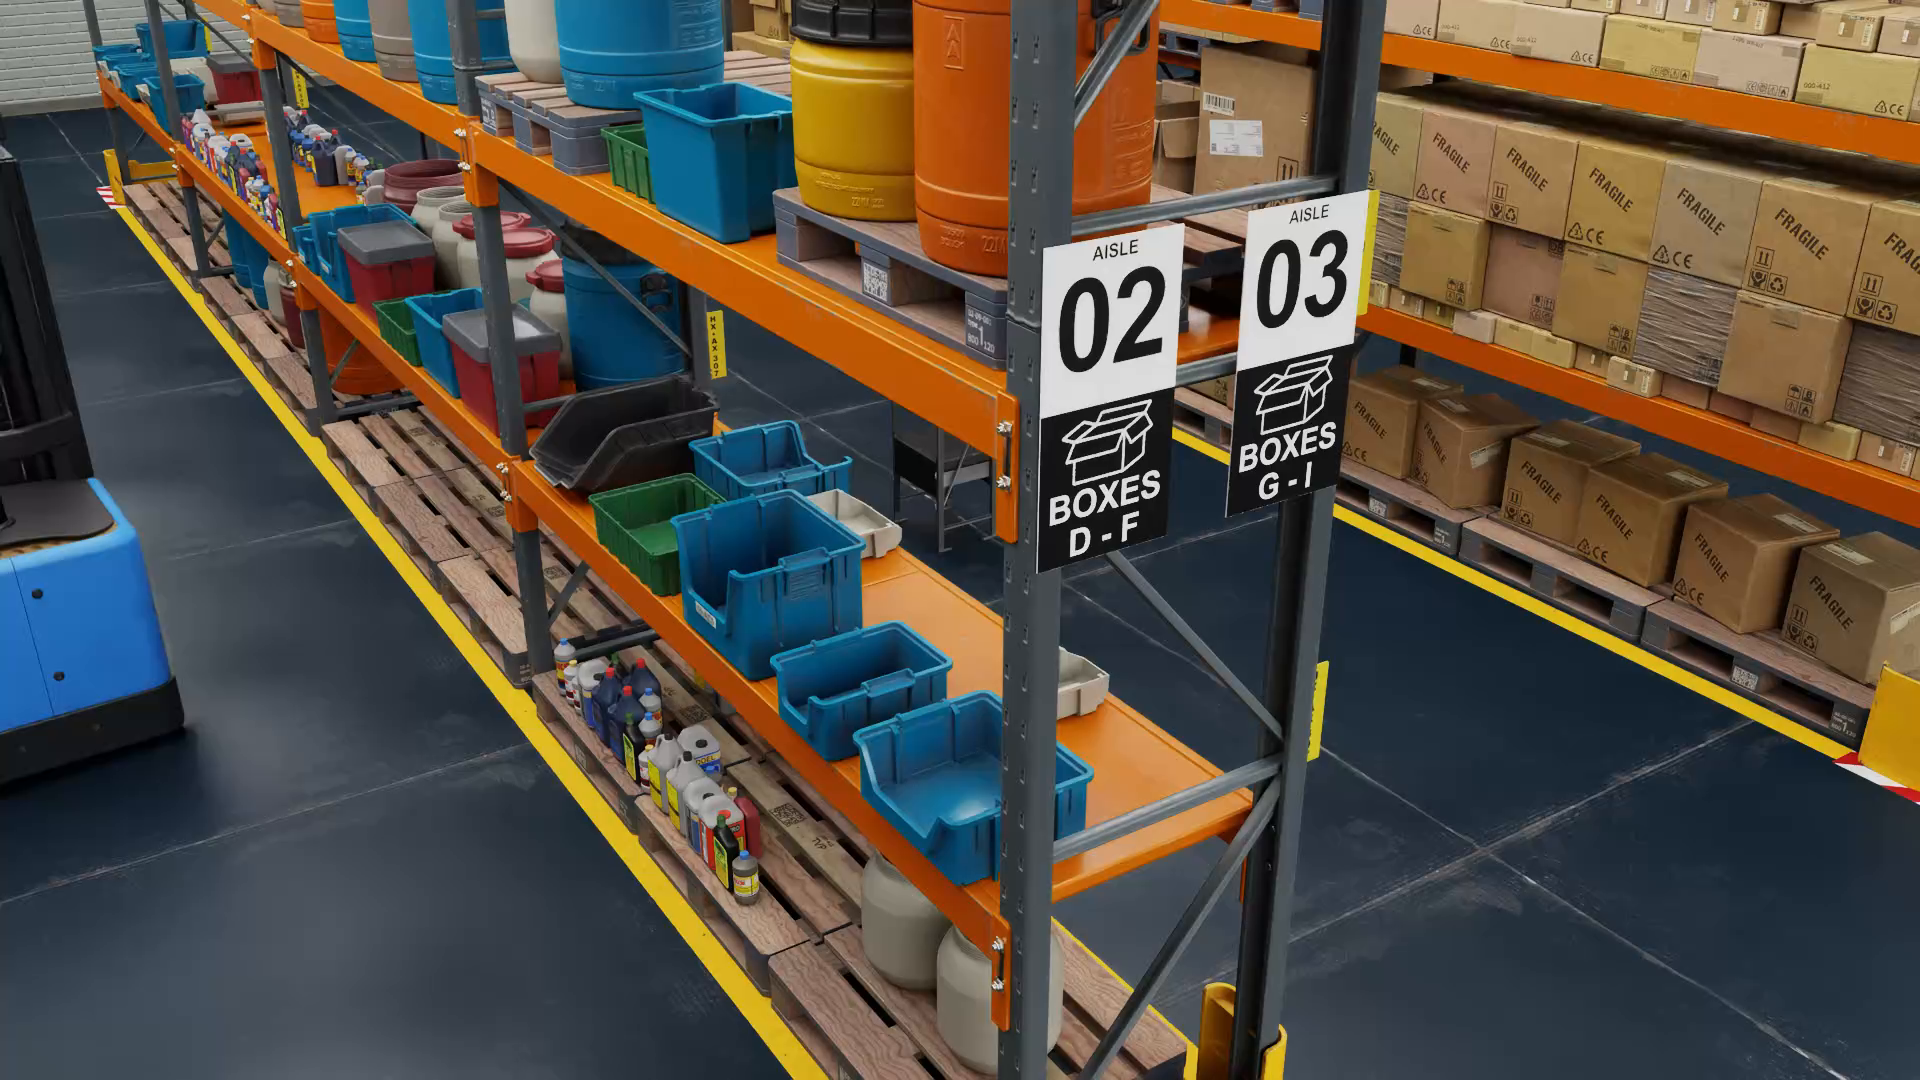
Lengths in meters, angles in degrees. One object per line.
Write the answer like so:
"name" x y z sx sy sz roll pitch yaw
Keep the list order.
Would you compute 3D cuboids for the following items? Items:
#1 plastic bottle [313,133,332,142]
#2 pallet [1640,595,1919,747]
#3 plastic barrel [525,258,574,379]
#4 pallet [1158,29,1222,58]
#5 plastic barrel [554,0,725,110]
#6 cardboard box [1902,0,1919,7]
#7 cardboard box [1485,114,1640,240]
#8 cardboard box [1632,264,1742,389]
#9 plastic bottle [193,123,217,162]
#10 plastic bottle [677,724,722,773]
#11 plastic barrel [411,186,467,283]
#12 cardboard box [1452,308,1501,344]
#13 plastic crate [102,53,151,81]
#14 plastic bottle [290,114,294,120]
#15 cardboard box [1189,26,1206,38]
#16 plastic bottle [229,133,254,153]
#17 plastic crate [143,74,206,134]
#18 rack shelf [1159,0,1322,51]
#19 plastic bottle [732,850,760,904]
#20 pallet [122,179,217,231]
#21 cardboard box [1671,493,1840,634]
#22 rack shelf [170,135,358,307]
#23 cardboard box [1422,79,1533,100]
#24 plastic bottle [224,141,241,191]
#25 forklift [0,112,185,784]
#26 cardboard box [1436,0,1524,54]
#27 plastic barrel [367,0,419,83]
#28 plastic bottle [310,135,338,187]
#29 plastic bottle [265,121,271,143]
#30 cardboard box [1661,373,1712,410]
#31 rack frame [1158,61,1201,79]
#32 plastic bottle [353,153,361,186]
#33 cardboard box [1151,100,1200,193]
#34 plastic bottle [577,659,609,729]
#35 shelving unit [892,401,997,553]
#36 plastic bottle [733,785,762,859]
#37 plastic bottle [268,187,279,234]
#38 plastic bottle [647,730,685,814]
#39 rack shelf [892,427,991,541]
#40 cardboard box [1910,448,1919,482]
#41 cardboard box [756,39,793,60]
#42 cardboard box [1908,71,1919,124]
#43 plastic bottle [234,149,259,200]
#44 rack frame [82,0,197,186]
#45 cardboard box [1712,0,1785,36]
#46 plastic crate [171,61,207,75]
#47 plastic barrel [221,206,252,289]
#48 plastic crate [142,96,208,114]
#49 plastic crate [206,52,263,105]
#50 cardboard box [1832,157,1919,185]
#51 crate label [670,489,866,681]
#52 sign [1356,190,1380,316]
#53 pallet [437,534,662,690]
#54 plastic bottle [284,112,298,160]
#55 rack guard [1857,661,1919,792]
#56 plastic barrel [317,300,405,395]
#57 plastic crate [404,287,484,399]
"plastic bottle" -4.833 -2.970 12.672 0.152 0.276 0.135 -16 29 -30
"pallet" 4.251 0.539 8.360 1.003 0.211 1.213 -16 29 -30
"plastic barrel" -1.965 -1.127 8.464 0.433 0.535 0.433 0 25 0
"pallet" 2.662 -5.413 17.928 1.003 0.211 1.213 -16 29 -30
"plastic barrel" -1.173 -2.064 6.016 0.600 0.901 0.708 -16 29 -30
"cardboard box" 4.360 -2.308 7.320 0.380 0.149 0.250 -14 29 -28
"cardboard box" 3.102 -1.880 8.583 0.500 0.500 0.500 -16 29 -30
"cardboard box" 3.819 -1.118 8.139 0.875 0.500 0.500 -16 29 -30
"plastic bottle" -5.861 -3.092 12.932 0.152 0.276 0.135 -16 29 -30
"plastic bottle" -1.088 0.922 6.958 0.152 0.276 0.135 -16 29 -30
"plastic barrel" -3.070 -1.835 9.993 0.421 0.512 0.421 0 25 0
"cardboard box" 2.920 -1.204 9.081 0.380 0.149 0.250 -16 29 -30
"plastic crate" -7.959 -4.515 15.926 0.416 0.233 0.300 -16 29 -30
"plastic bottle" -5.309 -3.281 13.332 0.152 0.276 0.135 -16 29 -30
"cardboard box" 2.622 -5.357 17.387 0.380 0.149 0.250 -15 29 -29
"plastic bottle" -5.428 -2.927 12.582 0.152 0.276 0.135 -16 29 -30
"plastic crate" -6.535 -3.641 13.897 0.392 0.384 0.575 -16 29 -30
"rack shelf" 1.431 -3.573 11.133 1.077 0.370 4.000 -16 29 -30
"plastic bottle" -0.813 1.270 6.308 0.097 0.201 0.097 0 25 0
"pallet" -7.760 -3.399 16.703 1.003 0.211 1.213 -16 29 -30
"cardboard box" 4.025 0.112 8.436 0.500 0.500 0.500 -8 26 -16
"rack shelf" -4.902 -2.493 12.359 1.077 0.370 4.000 -16 29 -30
"cardboard box" 2.999 -2.361 9.601 0.500 0.500 0.500 -16 29 -30
"plastic bottle" -5.238 -2.715 12.045 0.144 0.351 0.185 -16 29 -30
"forklift" -4.916 -0.773 7.954 1.130 2.935 3.031 -18 31 -33
"cardboard box" 2.847 -2.706 8.631 0.500 0.250 0.500 -16 30 -30
"plastic barrel" -2.443 -2.620 7.686 0.600 0.901 0.600 0 25 0
"plastic bottle" -4.671 -2.781 12.185 0.144 0.351 0.185 -16 29 -30
"plastic bottle" -5.602 -3.342 13.549 0.097 0.201 0.097 0 25 0
"cardboard box" 3.682 -0.779 8.181 0.380 0.149 0.250 -16 29 -30
"rack frame" 2.367 -5.807 18.538 1.000 3.000 0.127 -16 29 -30
"plastic bottle" -4.321 -2.653 12.007 0.097 0.271 0.097 0 25 0
"cardboard box" 1.499 -2.661 11.261 0.797 0.503 0.637 -12 28 -24
"plastic bottle" -1.621 0.686 7.458 0.152 0.276 0.135 -14 29 -28
"shelving unit" -0.090 -1.009 9.427 0.431 2.100 0.503 -16 29 -30
"plastic bottle" -0.839 1.112 6.548 0.061 0.283 0.133 -16 29 -30
"plastic bottle" -4.515 -2.178 10.986 0.061 0.283 0.133 -16 29 -30
"plastic bottle" -1.199 0.932 6.850 0.144 0.351 0.185 -16 30 -30
"rack shelf" -0.090 -0.363 9.732 0.431 0.518 0.480 -16 29 -30
"cardboard box" 4.378 -0.336 7.242 0.380 0.149 0.250 -16 29 -30
"cardboard box" -1.527 -4.330 15.292 0.500 0.500 0.500 -15 29 -29
"cardboard box" 4.231 -1.797 6.706 0.500 0.250 0.500 -15 29 -28
"plastic bottle" -5.065 -2.601 11.804 0.144 0.351 0.185 -16 29 -30
"rack frame" -8.178 -4.964 16.752 1.000 3.000 0.127 -16 29 -30
"cardboard box" 3.589 -2.358 7.426 0.380 0.149 0.250 -17 30 -32
"plastic crate" -7.435 -4.515 16.040 0.396 0.136 0.243 -16 29 -30
"plastic barrel" -5.711 -2.576 13.659 0.600 0.901 0.708 -16 29 -30
"plastic crate" -6.830 -3.774 14.482 0.437 0.125 0.590 -16 29 -30
"plastic crate" -6.271 -3.967 14.495 0.402 0.464 0.583 -16 29 -30
"cardboard box" 4.368 -1.468 7.709 0.500 0.500 0.500 -16 29 -30
"crate label" -0.675 0.147 5.883 0.502 0.435 0.616 -16 29 -30
"sign" 1.020 -0.728 4.255 0.100 0.325 0.005 -16 29 -30
"pallet" -2.088 0.317 8.831 1.003 0.211 1.213 -16 29 -30
"plastic bottle" -5.238 -3.159 12.986 0.144 0.351 0.185 -16 29 -30
"rack guard" 4.665 0.708 7.665 1.175 0.500 0.348 -16 29 -30
"plastic barrel" -4.092 -1.482 11.426 0.600 0.830 0.708 -16 29 -30
"plastic crate" -2.490 -0.987 8.345 0.392 0.384 0.575 -16 29 -30
